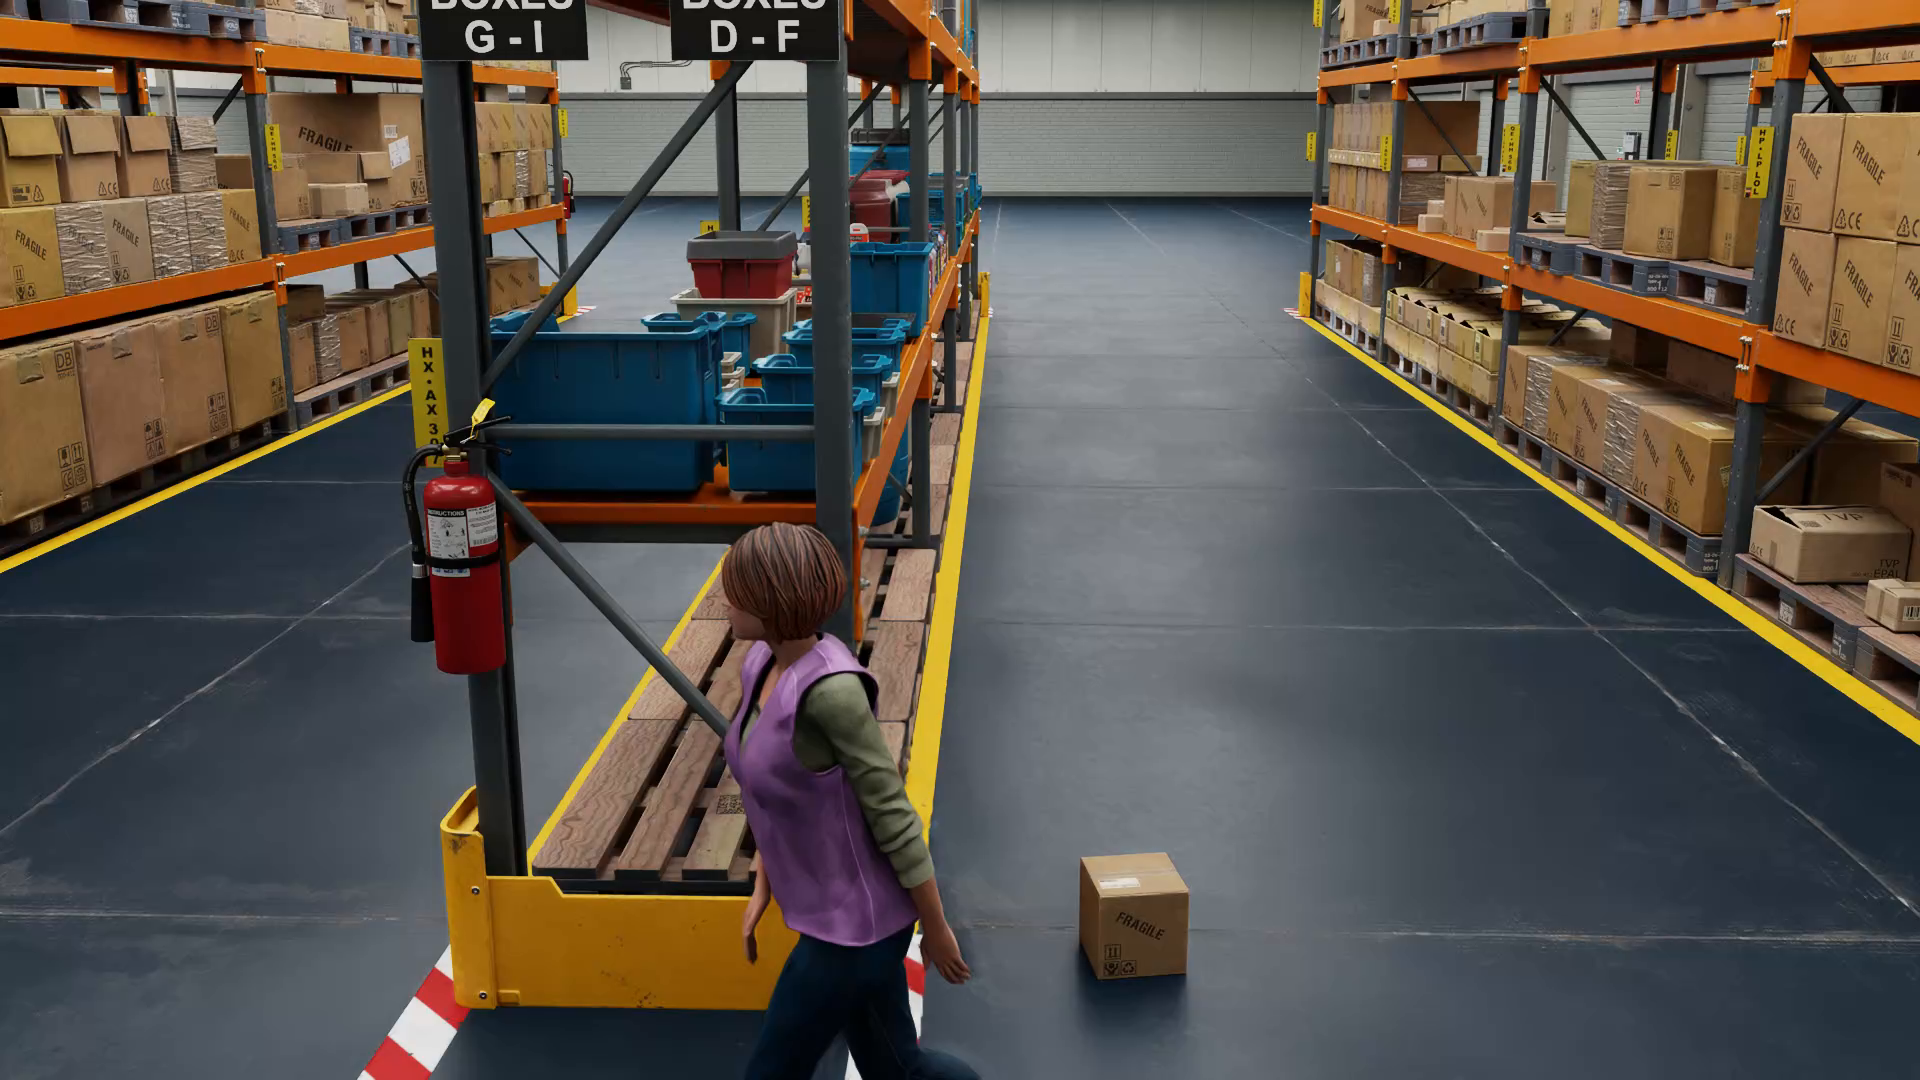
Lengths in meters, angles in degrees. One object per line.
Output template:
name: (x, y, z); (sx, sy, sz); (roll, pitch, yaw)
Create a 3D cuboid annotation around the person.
person: (-0.234, 0.716, 3.223); (0.877, 1.531, 0.459); (-4, 15, -17)
